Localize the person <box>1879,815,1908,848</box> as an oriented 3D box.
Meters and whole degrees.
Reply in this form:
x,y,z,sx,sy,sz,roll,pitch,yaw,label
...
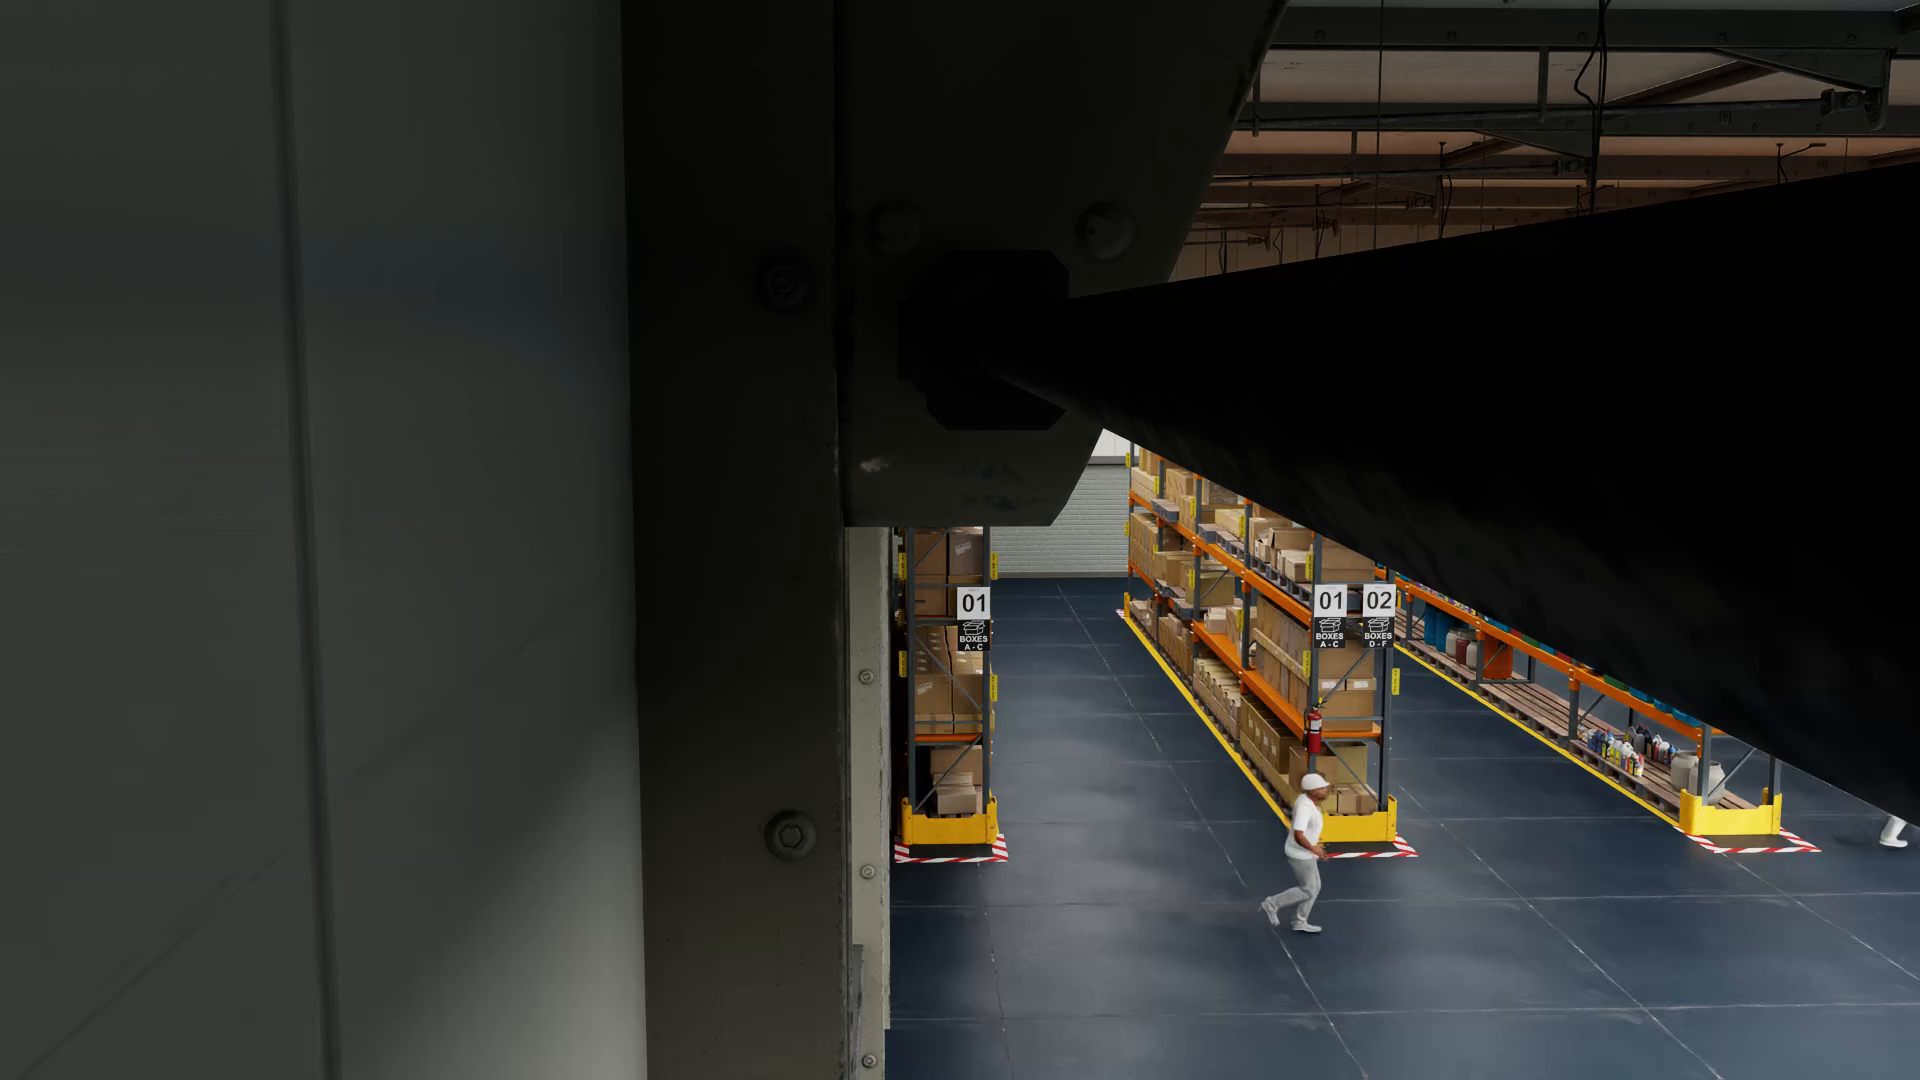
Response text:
x,y,z,sx,sy,sz,roll,pitch,yaw,label
11.592,2.900,20.049,0.810,1.725,0.599,2,8,15,person

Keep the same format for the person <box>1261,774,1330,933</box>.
x,y,z,sx,sy,sz,roll,pitch,yaw,label
3.518,3.275,17.419,0.683,1.712,0.703,2,8,14,person
